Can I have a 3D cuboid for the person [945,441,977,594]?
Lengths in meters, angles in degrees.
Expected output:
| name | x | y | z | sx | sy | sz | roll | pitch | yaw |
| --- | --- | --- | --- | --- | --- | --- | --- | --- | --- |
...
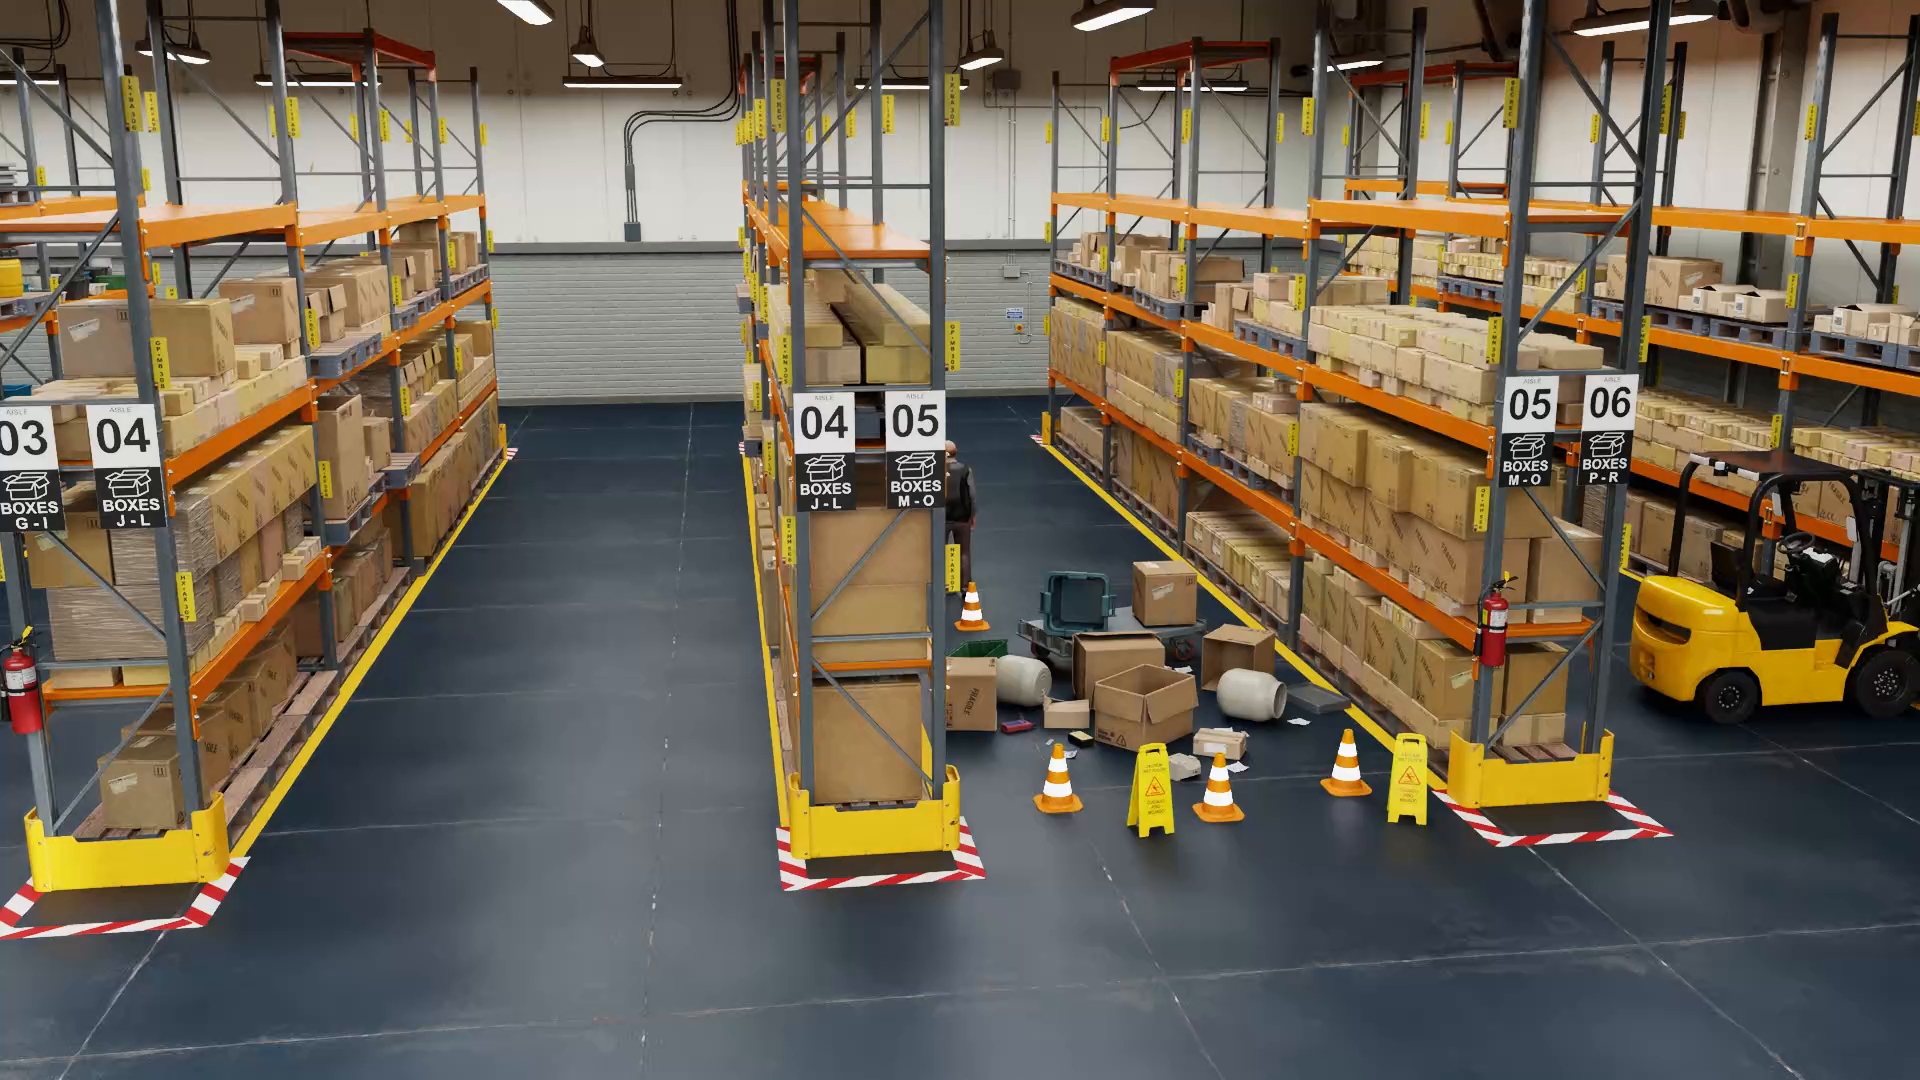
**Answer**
| name | x | y | z | sx | sy | sz | roll | pitch | yaw |
| --- | --- | --- | --- | --- | --- | --- | --- | --- | --- |
| person | -0.099 | -0.236 | 17.933 | 0.579 | 1.664 | 0.410 | -2 | 13 | -9 |
